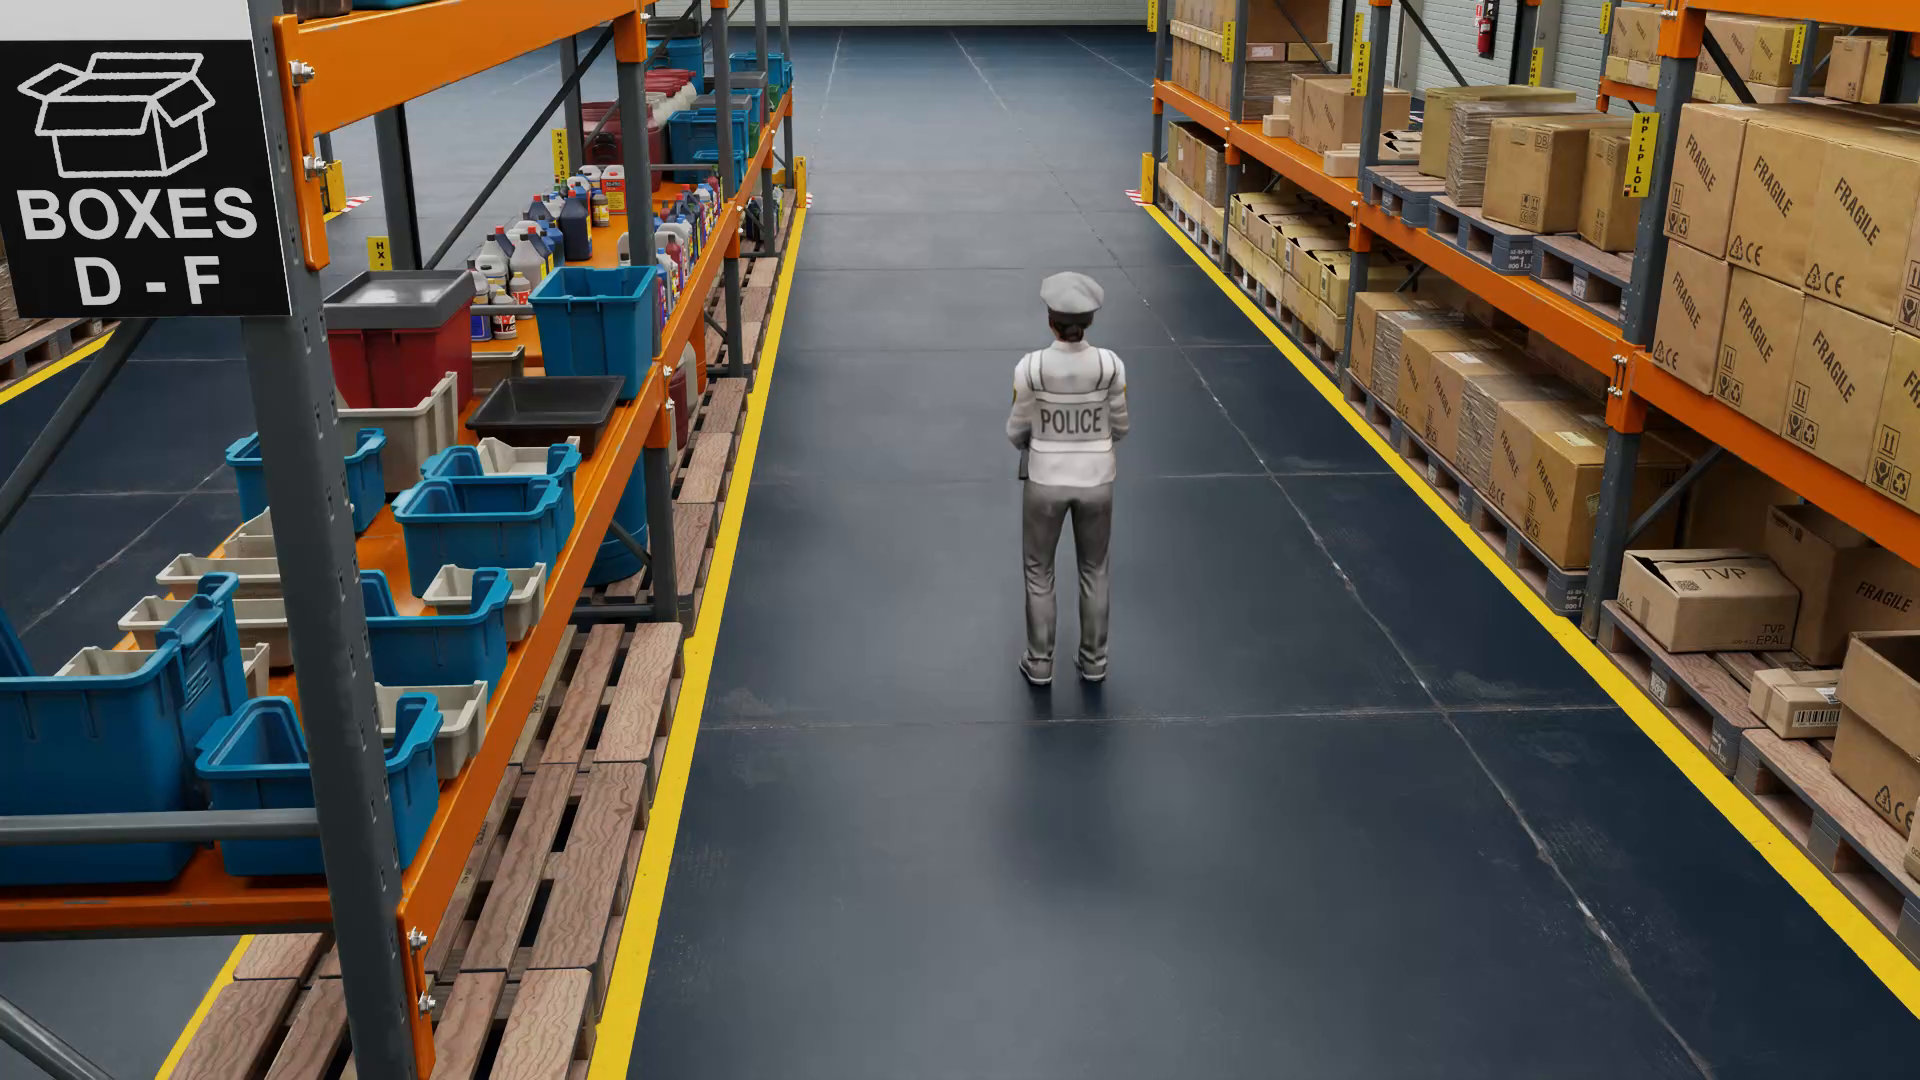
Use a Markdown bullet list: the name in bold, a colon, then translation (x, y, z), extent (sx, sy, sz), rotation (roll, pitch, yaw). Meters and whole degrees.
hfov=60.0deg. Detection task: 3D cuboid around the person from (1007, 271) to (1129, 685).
- **person**: translation (0.423, -0.250, 6.698), extent (0.482, 1.692, 0.517), rotation (-1, 21, -3)
